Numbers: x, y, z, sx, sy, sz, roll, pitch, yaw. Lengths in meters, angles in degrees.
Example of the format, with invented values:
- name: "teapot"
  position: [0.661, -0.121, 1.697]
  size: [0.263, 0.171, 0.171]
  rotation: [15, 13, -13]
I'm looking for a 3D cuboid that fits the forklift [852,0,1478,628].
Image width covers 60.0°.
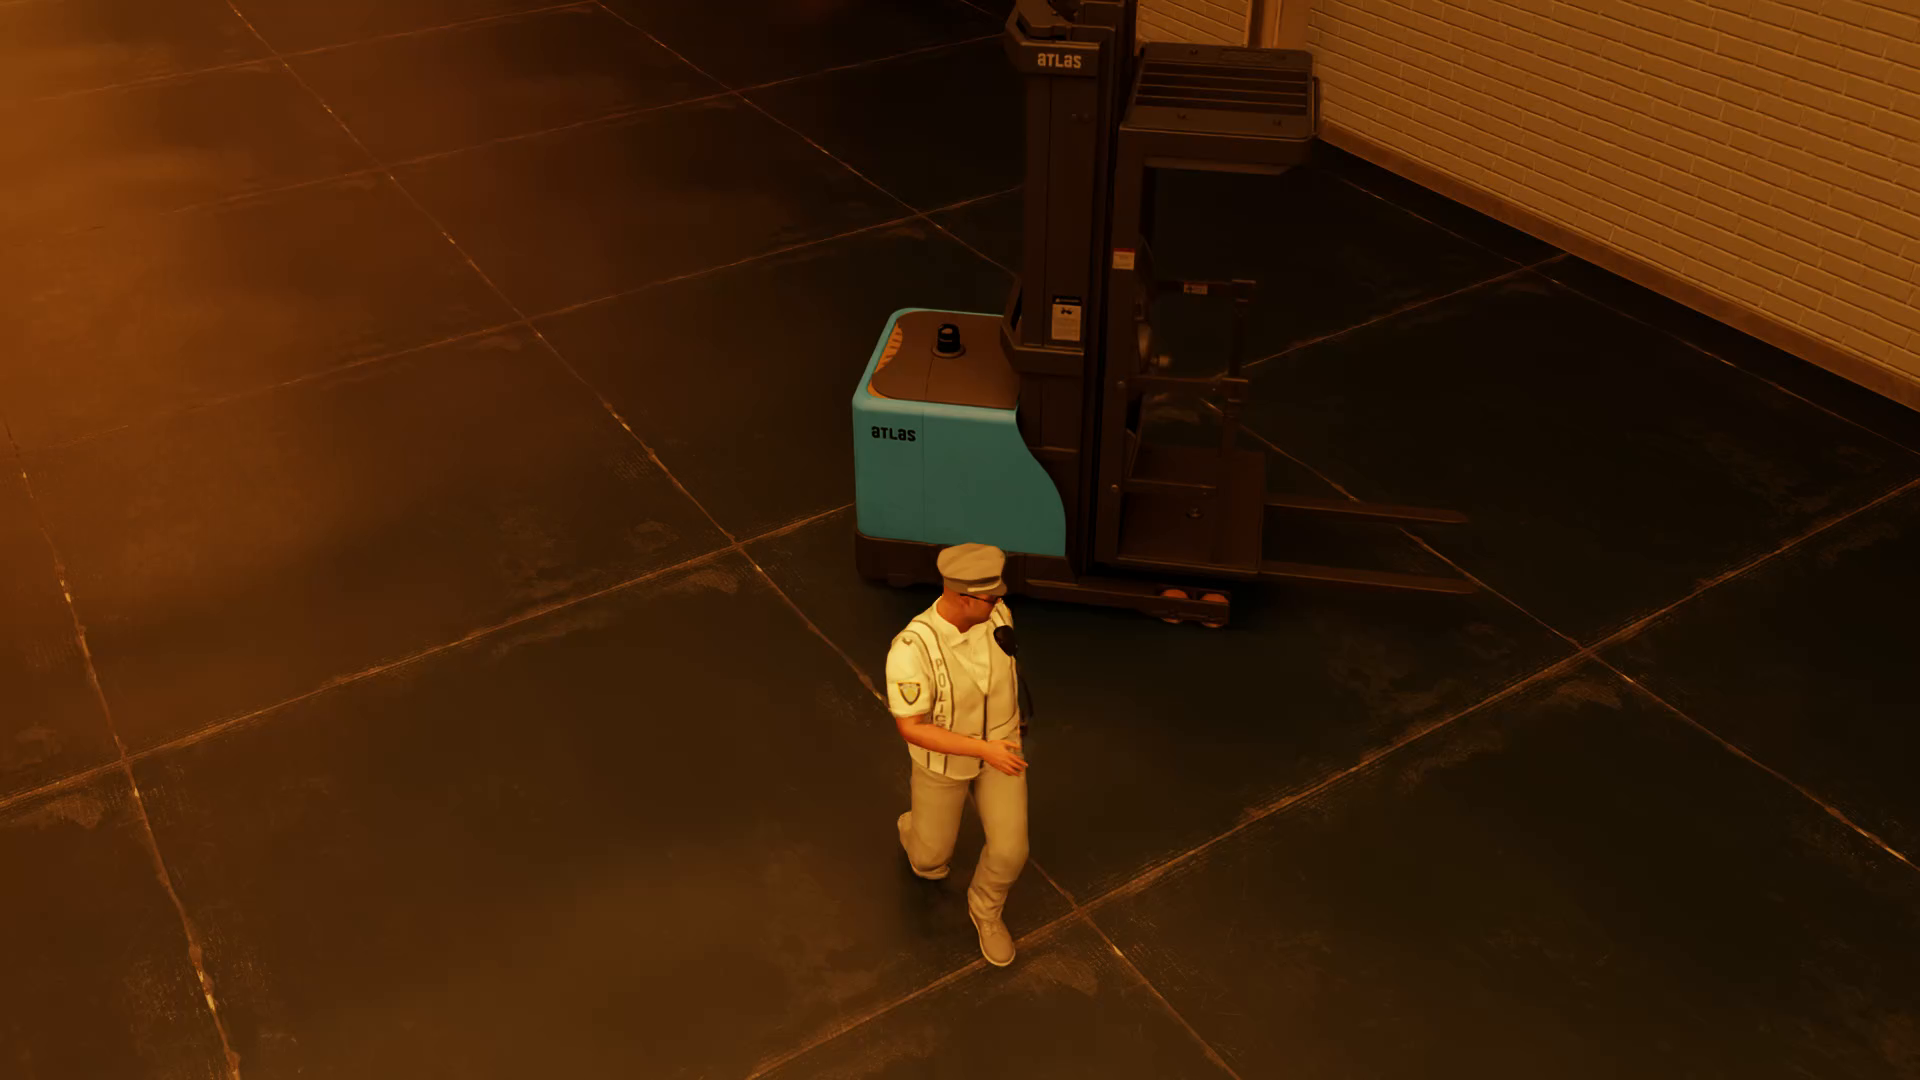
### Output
- name: "forklift"
  position: [1.043, -1.105, 7.720]
  size: [3.031, 2.935, 1.130]
  rotation: [6, 36, 8]

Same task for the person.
- name: "person"
  position: [0.025, 0.752, 6.190]
  size: [0.628, 1.678, 0.779]
  rotation: [-10, 36, -14]
